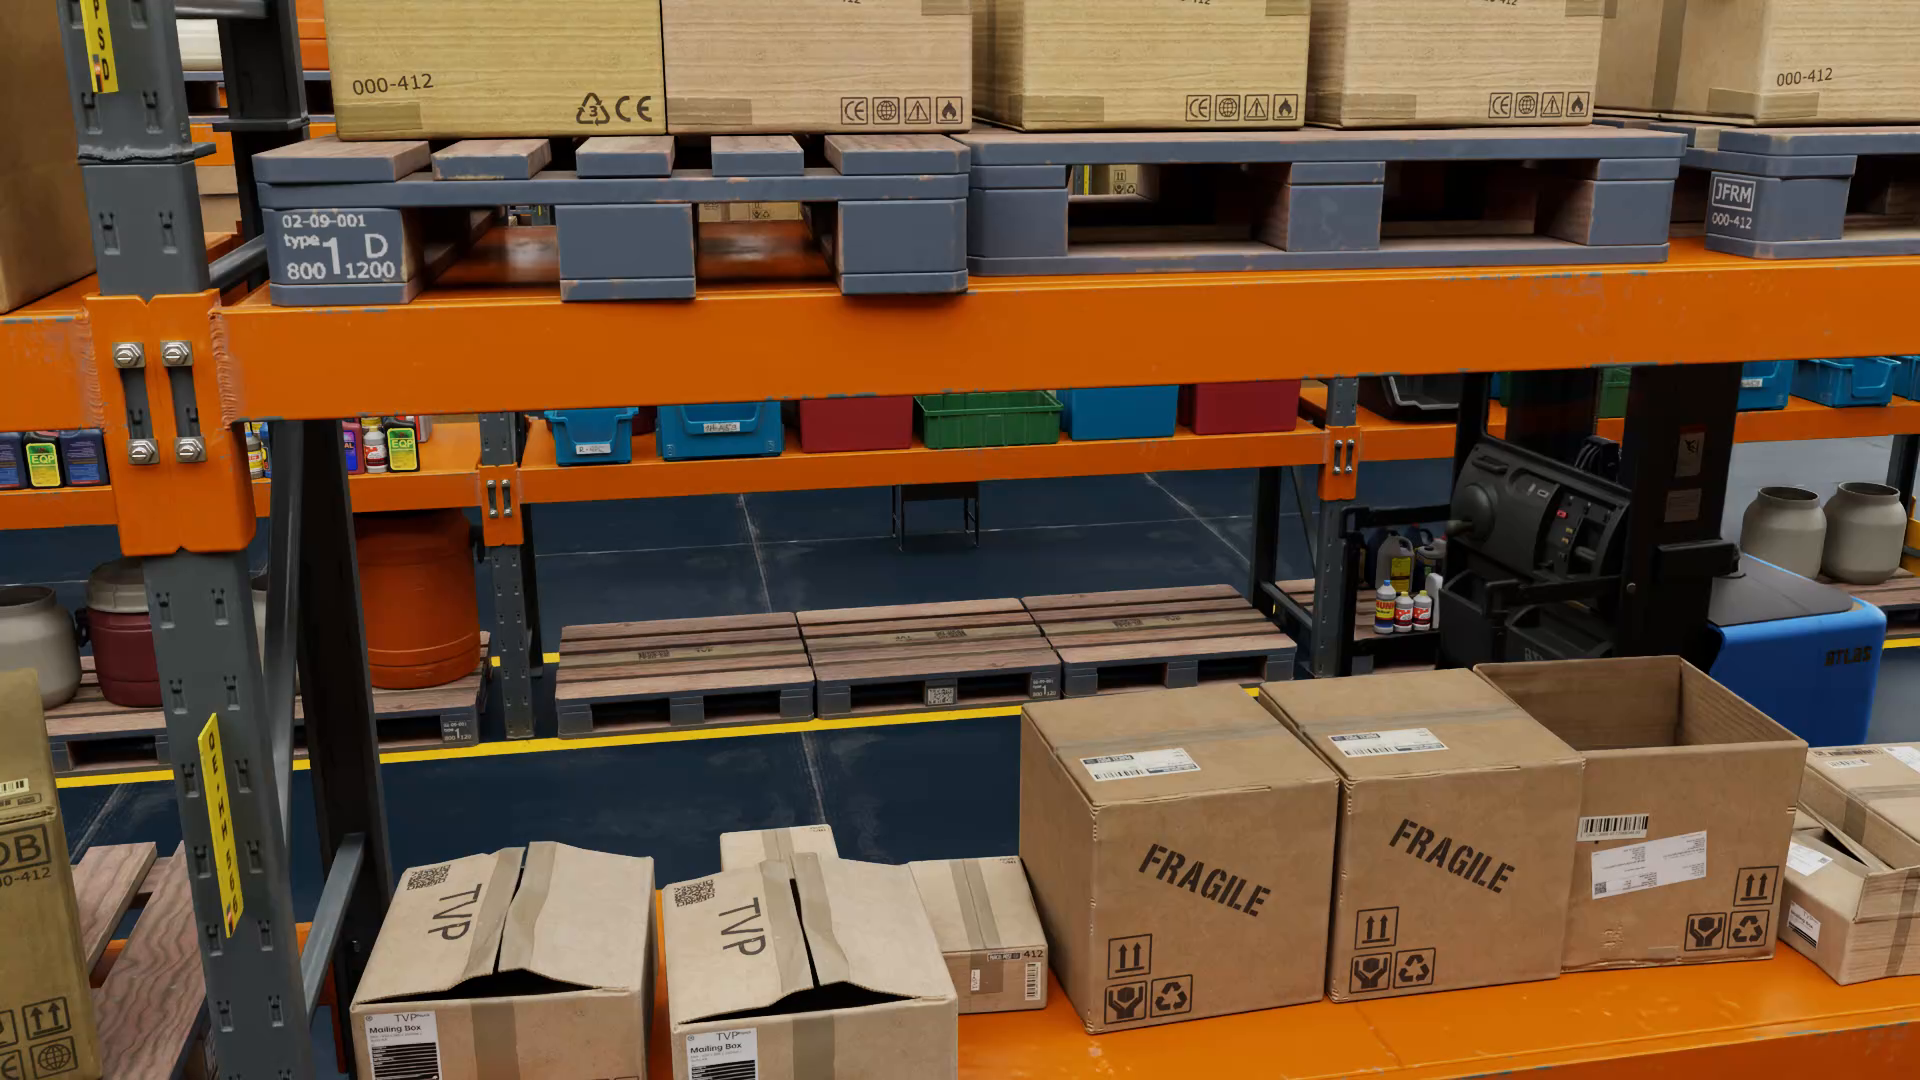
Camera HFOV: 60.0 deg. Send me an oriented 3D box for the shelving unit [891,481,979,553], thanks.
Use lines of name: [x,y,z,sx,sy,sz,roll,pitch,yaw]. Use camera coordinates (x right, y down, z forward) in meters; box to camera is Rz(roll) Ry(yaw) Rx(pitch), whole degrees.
shelving unit: [-0.163,-0.995,10.473,0.503,2.100,0.431,-3,17,-10]

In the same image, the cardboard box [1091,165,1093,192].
cardboard box: [1.229,-3.066,13.305,0.500,0.500,0.500,-3,17,-10]

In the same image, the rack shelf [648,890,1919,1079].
rack shelf: [0.751,1.018,3.614,4.000,0.370,1.077,-3,17,-10]

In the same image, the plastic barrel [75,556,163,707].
plastic barrel: [-3.735,0.404,7.779,0.708,0.588,0.600,-3,17,-10]

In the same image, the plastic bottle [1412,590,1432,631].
plastic bottle: [2.374,0.359,8.551,0.097,0.201,0.097,0,17,0]

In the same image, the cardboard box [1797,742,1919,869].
cardboard box: [2.240,0.674,3.763,0.500,0.250,0.500,-2,17,-7]

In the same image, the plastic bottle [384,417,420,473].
plastic bottle: [-2.465,-0.442,7.339,0.133,0.283,0.061,-3,17,-10]

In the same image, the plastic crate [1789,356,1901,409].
plastic crate: [4.633,-0.869,8.784,0.408,0.251,0.499,-3,17,-10]

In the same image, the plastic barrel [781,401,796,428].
plastic barrel: [-0.766,-0.839,8.243,0.421,0.512,0.421,0,17,0]

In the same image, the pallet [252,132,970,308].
pallet: [-0.563,-0.622,2.940,1.003,0.211,1.213,-2,17,-8]

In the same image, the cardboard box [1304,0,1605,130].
cardboard box: [0.826,-0.912,3.102,0.500,0.250,0.500,-5,18,-15]

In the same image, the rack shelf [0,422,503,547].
rack shelf: [-4.112,-0.188,7.539,4.000,0.370,1.077,-3,17,-10]

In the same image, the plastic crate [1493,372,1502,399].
plastic crate: [2.814,-0.934,8.998,0.616,0.251,0.499,-3,17,-10]

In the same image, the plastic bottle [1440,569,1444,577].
plastic bottle: [2.623,0.223,8.738,0.185,0.351,0.144,-3,17,-10]

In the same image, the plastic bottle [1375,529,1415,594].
plastic bottle: [2.384,0.113,9.097,0.185,0.351,0.144,-3,17,-10]

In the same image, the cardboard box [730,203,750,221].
cardboard box: [-2.444,-3.558,17.117,0.500,0.500,0.500,-3,17,-10]

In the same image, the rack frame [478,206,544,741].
rack frame: [-2.149,-0.643,7.796,0.127,3.000,1.000,-3,17,-10]

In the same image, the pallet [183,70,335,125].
pallet: [-2.918,-1.972,7.336,1.213,0.211,1.003,-3,17,-10]

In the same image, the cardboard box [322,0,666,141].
cardboard box: [-0.778,-0.819,2.801,0.500,0.250,0.500,-5,18,-15]

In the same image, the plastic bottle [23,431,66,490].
plastic bottle: [-3.900,-0.360,7.074,0.133,0.283,0.061,-3,17,-10]

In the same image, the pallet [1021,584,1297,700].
pallet: [1.015,0.522,8.752,1.213,0.211,1.003,-3,17,-10]

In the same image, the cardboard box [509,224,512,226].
cardboard box: [-3.526,-2.019,12.108,0.500,0.500,0.500,-3,17,-9]

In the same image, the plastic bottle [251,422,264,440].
plastic bottle: [-3.339,-0.585,7.946,0.097,0.201,0.097,0,17,0]

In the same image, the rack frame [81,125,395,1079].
rack frame: [-1.213,0.785,3.146,0.127,3.000,1.000,-3,17,-10]

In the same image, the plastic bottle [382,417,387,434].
plastic bottle: [-2.754,-0.652,8.044,0.097,0.271,0.097,0,17,0]

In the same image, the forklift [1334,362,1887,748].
forklift: [1.969,-0.119,6.207,3.031,2.935,1.130,-5,18,-16]

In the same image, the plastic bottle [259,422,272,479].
plastic bottle: [-2.999,-0.411,7.260,0.097,0.271,0.097,0,17,0]

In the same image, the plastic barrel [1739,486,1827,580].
plastic barrel: [4.582,-0.013,9.268,0.421,0.512,0.421,0,17,0]

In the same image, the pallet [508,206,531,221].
pallet: [-4.609,-3.344,16.917,1.003,0.211,1.213,-3,17,-10]

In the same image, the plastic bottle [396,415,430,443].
plastic bottle: [-2.606,-0.609,7.896,0.135,0.276,0.152,-3,17,-10]

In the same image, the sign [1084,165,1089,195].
sign: [0.948,-2.687,12.480,0.005,0.325,0.100,-3,17,-10]

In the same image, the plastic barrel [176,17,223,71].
plastic barrel: [-3.174,-2.109,6.982,0.301,0.262,0.301,0,17,0]

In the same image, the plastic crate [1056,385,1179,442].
plastic crate: [0.755,-0.707,8.031,0.575,0.384,0.392,-3,17,-10]

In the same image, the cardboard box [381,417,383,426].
cardboard box: [-4.646,-1.176,12.435,0.875,0.875,1.225,-3,17,-10]

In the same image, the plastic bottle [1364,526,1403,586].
plastic bottle: [2.356,0.071,9.233,0.185,0.351,0.144,-4,17,-12]

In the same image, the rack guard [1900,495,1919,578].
rack guard: [5.640,0.124,9.556,0.348,0.500,1.175,-3,17,-10]

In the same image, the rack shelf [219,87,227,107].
rack shelf: [-5.052,-3.049,11.747,4.000,0.370,1.077,-3,17,-10]

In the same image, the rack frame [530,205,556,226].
rack frame: [-3.088,-2.071,12.444,0.127,3.000,1.000,-3,17,-10]

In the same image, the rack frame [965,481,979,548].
rack frame: [0.077,-1.008,10.518,0.015,2.100,0.400,-3,17,-10]

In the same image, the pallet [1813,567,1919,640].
pallet: [4.842,0.306,9.456,1.213,0.211,1.003,-3,17,-10]

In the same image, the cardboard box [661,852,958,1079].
cardboard box: [-0.298,0.834,3.140,0.500,0.311,0.500,-3,17,-11]

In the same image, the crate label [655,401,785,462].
crate label: [-1.122,-0.637,7.717,0.616,0.435,0.502,-3,17,-10]

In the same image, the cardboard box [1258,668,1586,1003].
cardboard box: [0.949,0.610,3.546,0.500,0.500,0.500,-3,17,-10]
